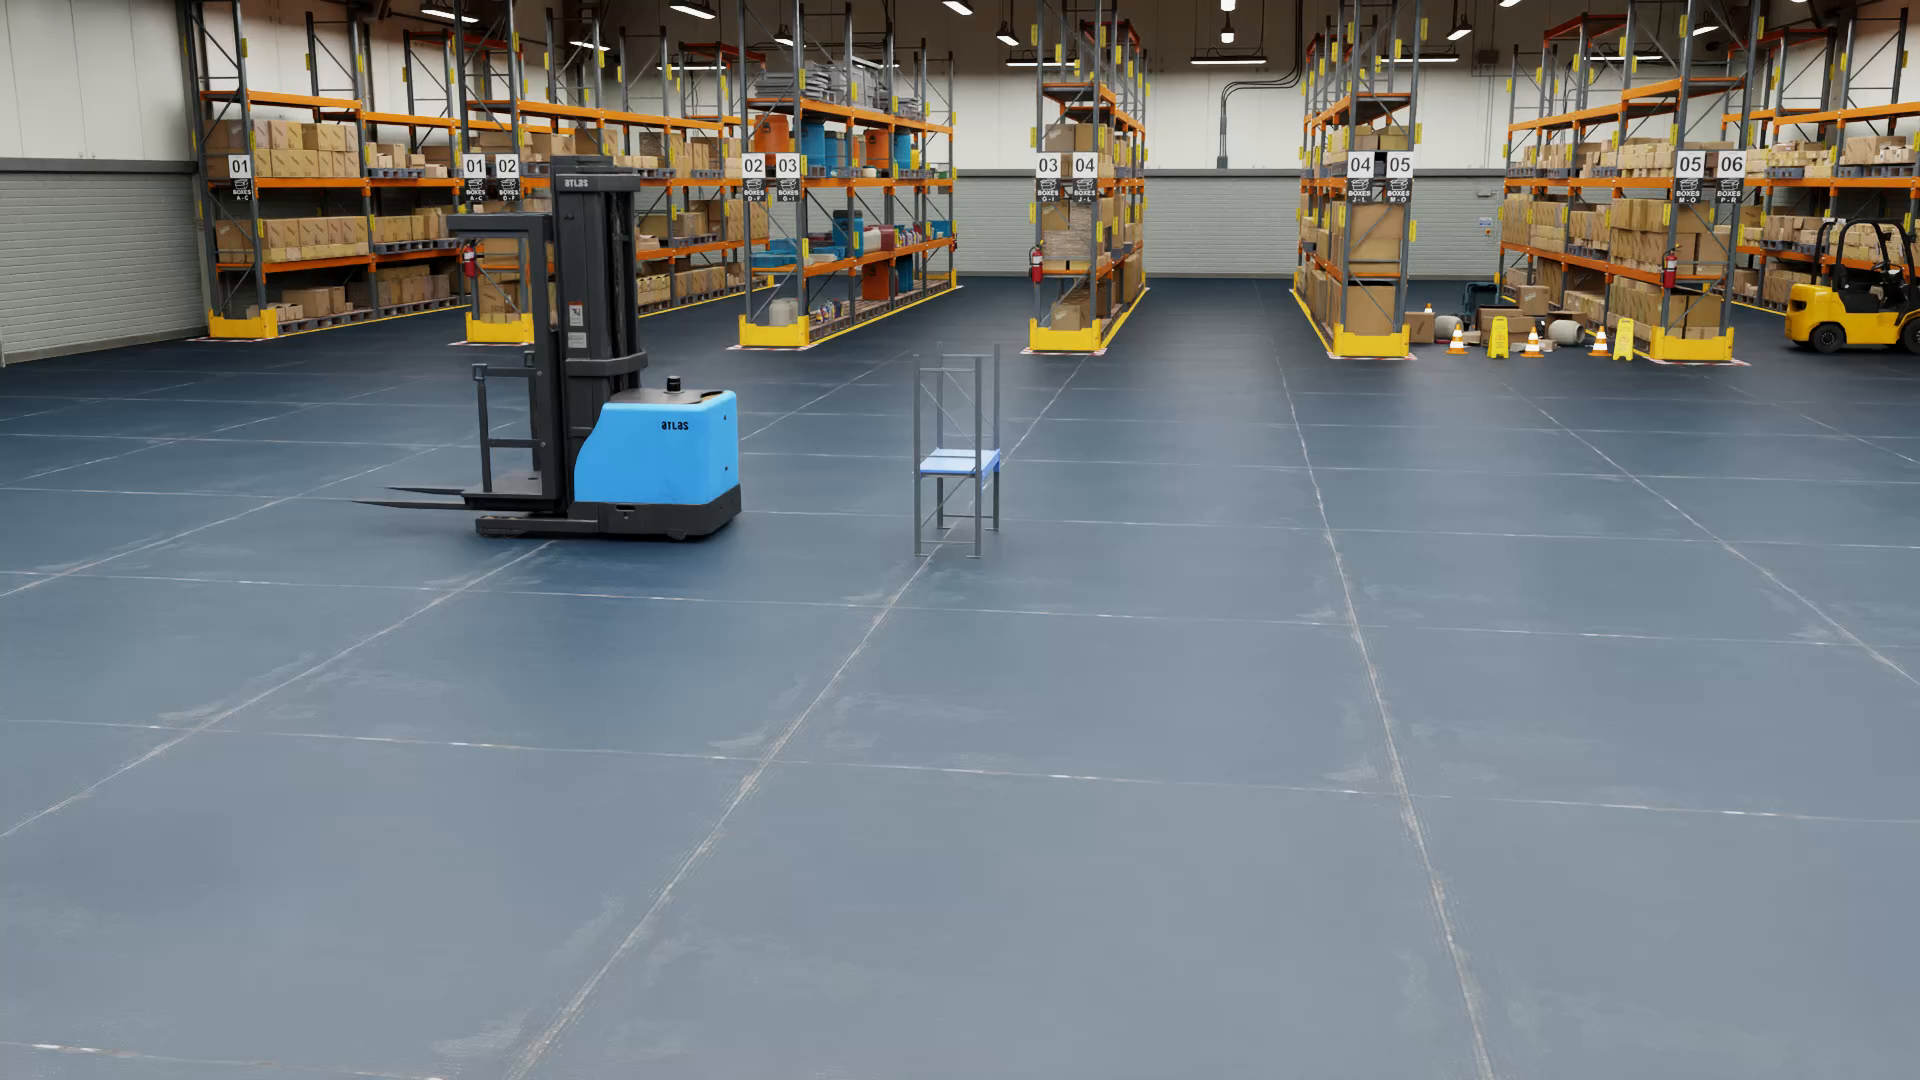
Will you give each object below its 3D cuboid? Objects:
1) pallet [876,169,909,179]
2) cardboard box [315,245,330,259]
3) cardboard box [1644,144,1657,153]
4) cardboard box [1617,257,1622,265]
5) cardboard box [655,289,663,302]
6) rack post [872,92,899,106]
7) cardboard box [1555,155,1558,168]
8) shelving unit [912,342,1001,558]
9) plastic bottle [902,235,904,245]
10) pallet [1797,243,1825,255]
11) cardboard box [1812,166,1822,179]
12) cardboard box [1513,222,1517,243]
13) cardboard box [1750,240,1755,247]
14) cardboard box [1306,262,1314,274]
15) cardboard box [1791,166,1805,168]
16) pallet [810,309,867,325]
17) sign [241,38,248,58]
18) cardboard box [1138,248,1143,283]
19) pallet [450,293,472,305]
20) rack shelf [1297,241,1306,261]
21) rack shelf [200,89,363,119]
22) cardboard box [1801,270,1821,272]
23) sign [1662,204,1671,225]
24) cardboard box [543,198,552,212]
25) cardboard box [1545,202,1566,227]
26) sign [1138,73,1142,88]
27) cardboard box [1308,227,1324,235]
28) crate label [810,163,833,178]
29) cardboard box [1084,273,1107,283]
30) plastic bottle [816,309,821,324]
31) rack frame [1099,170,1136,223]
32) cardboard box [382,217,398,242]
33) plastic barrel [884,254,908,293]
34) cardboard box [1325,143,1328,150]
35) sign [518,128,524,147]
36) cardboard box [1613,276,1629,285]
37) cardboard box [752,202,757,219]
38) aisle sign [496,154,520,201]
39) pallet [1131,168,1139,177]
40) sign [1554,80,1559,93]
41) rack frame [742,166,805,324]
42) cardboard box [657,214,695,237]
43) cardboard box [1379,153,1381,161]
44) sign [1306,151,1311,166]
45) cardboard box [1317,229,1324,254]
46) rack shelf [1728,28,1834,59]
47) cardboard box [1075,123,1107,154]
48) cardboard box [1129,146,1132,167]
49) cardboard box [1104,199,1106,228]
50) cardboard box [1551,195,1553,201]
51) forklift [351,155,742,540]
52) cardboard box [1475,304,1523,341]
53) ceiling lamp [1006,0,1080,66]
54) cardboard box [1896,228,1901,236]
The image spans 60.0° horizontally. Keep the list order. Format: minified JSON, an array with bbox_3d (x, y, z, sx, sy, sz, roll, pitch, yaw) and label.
[{"bbox_3d":[-1.704,-7.997,36.307,1.003,0.211,1.213,2,12,9],"label":"pallet"},{"bbox_3d":[-12.319,-5.470,31.561,0.500,0.250,0.500,2,12,9],"label":"cardboard box"},{"bbox_3d":[11.500,-6.453,27.401,0.380,0.149,0.250,2,12,10],"label":"cardboard box"},{"bbox_3d":[11.800,-4.920,29.299,0.380,0.149,0.250,2,12,10],"label":"cardboard box"},{"bbox_3d":[-6.728,-5.264,35.830,0.500,0.250,0.500,2,12,8],"label":"cardboard box"},{"bbox_3d":[-1.847,-9.514,35.961,0.954,0.300,0.937,2,12,9],"label":"rack post"},{"bbox_3d":[12.634,-7.889,34.681,0.396,0.266,0.258,2,12,7],"label":"cardboard box"},{"bbox_3d":[-0.013,-0.715,12.753,0.538,1.500,1.048,2,12,9],"label":"shelving unit"},{"bbox_3d":[-1.310,-6.747,37.486,0.097,0.271,0.097,0,12,0],"label":"plastic bottle"},{"bbox_3d":[17.708,-5.874,33.587,1.213,0.211,1.003,2,12,9],"label":"pallet"},{"bbox_3d":[17.589,-7.437,33.620,0.500,0.250,0.500,2,12,9],"label":"cardboard box"},{"bbox_3d":[13.434,-7.292,39.473,0.500,0.500,0.500,2,12,11],"label":"cardboard box"},{"bbox_3d":[18.122,-6.719,37.647,0.380,0.149,0.250,2,12,10],"label":"cardboard box"},{"bbox_3d":[8.102,-6.162,37.621,0.500,0.250,0.500,1,12,6],"label":"cardboard box"},{"bbox_3d":[18.647,-8.292,36.880,0.500,0.250,0.500,2,12,7],"label":"cardboard box"},{"bbox_3d":[-2.451,-4.435,33.074,1.003,0.211,1.213,2,12,9],"label":"pallet"},{"bbox_3d":[-12.402,-8.533,28.821,0.100,0.325,0.005,2,12,9],"label":"sign"},{"bbox_3d":[4.187,-7.002,42.411,0.875,0.875,0.875,2,12,9],"label":"cardboard box"},{"bbox_3d":[-11.512,-5.586,38.413,1.003,0.211,1.213,2,12,9],"label":"pallet"},{"bbox_3d":[8.784,-7.022,40.162,1.077,0.370,4.000,2,12,9],"label":"rack shelf"},{"bbox_3d":[-12.630,-8.118,31.017,1.077,0.370,4.000,2,12,9],"label":"rack shelf"},{"bbox_3d":[18.452,-5.766,36.027,0.380,0.149,0.250,2,12,9],"label":"cardboard box"},{"bbox_3d":[10.992,-5.062,25.865,0.100,0.325,0.005,2,12,9],"label":"sign"},{"bbox_3d":[-7.798,-5.968,30.249,0.700,0.500,0.500,2,12,9],"label":"cardboard box"},{"bbox_3d":[12.828,-6.954,35.531,0.500,0.500,0.500,2,12,8],"label":"cardboard box"},{"bbox_3d":[4.129,-10.552,38.189,0.100,0.325,0.005,2,12,9],"label":"sign"},{"bbox_3d":[7.487,-6.470,34.788,0.380,0.149,0.250,2,12,10],"label":"cardboard box"},{"bbox_3d":[-2.534,-6.574,29.610,0.502,0.251,0.408,2,12,9],"label":"crate label"},{"bbox_3d":[2.831,-5.415,34.107,0.500,0.250,0.500,3,13,15],"label":"cardboard box"},{"bbox_3d":[-2.562,-4.050,30.097,0.097,0.271,0.097,0,12,0],"label":"plastic bottle"},{"bbox_3d":[3.591,-7.139,38.998,1.000,3.000,0.127,2,12,9],"label":"rack frame"},{"bbox_3d":[-12.118,-6.440,34.473,0.700,0.500,0.500,3,13,14],"label":"cardboard box"},{"bbox_3d":[-1.513,-6.219,38.713,0.600,0.901,0.708,2,12,9],"label":"plastic barrel"},{"bbox_3d":[7.667,-8.106,34.314,0.396,0.266,0.258,2,12,9],"label":"cardboard box"},{"bbox_3d":[-7.495,-6.876,28.394,0.100,0.325,0.005,2,12,9],"label":"sign"},{"bbox_3d":[11.717,-4.559,29.238,0.380,0.149,0.250,2,12,9],"label":"cardboard box"},{"bbox_3d":[-5.531,-8.516,42.778,0.500,0.500,0.500,2,12,10],"label":"cardboard box"},{"bbox_3d":[-7.750,-6.210,28.517,0.394,0.787,0.004,2,12,9],"label":"aisle sign"},{"bbox_3d":[3.727,-8.732,39.480,1.003,0.211,1.213,2,12,9],"label":"pallet"},{"bbox_3d":[14.532,-11.058,40.538,0.100,0.325,0.005,2,12,9],"label":"sign"},{"bbox_3d":[-3.149,-4.801,28.152,1.000,3.000,0.127,2,12,9],"label":"rack frame"},{"bbox_3d":[-6.497,-7.201,38.053,0.700,0.500,0.500,4,13,19],"label":"cardboard box"},{"bbox_3d":[7.194,-6.380,27.721,0.380,0.149,0.250,2,12,8],"label":"cardboard box"},{"bbox_3d":[7.939,-8.692,37.859,0.100,0.325,0.005,2,12,9],"label":"sign"},{"bbox_3d":[7.450,-5.983,33.396,0.500,0.500,0.500,2,12,8],"label":"cardboard box"},{"bbox_3d":[18.596,-11.280,37.791,1.077,0.370,4.000,2,12,9],"label":"rack shelf"},{"bbox_3d":[2.241,-6.846,28.390,0.500,0.500,0.500,2,12,8],"label":"cardboard box"},{"bbox_3d":[3.739,-9.185,39.901,0.700,0.500,0.500,3,12,12],"label":"cardboard box"},{"bbox_3d":[2.259,-5.637,28.715,0.500,0.500,0.500,2,12,9],"label":"cardboard box"},{"bbox_3d":[13.709,-7.838,38.093,0.380,0.149,0.250,2,12,8],"label":"cardboard box"},{"bbox_3d":[-3.366,-1.552,13.239,3.031,2.935,1.130,2,12,8],"label":"forklift"},{"bbox_3d":[9.442,-3.808,29.148,0.797,0.637,0.503,2,12,9],"label":"cardboard box"},{"bbox_3d":[2.213,-14.395,44.574,2.000,3.185,0.800,2,12,9],"label":"ceiling lamp"},{"bbox_3d":[16.913,-5.491,29.575,0.380,0.149,0.250,2,12,8],"label":"cardboard box"}]
